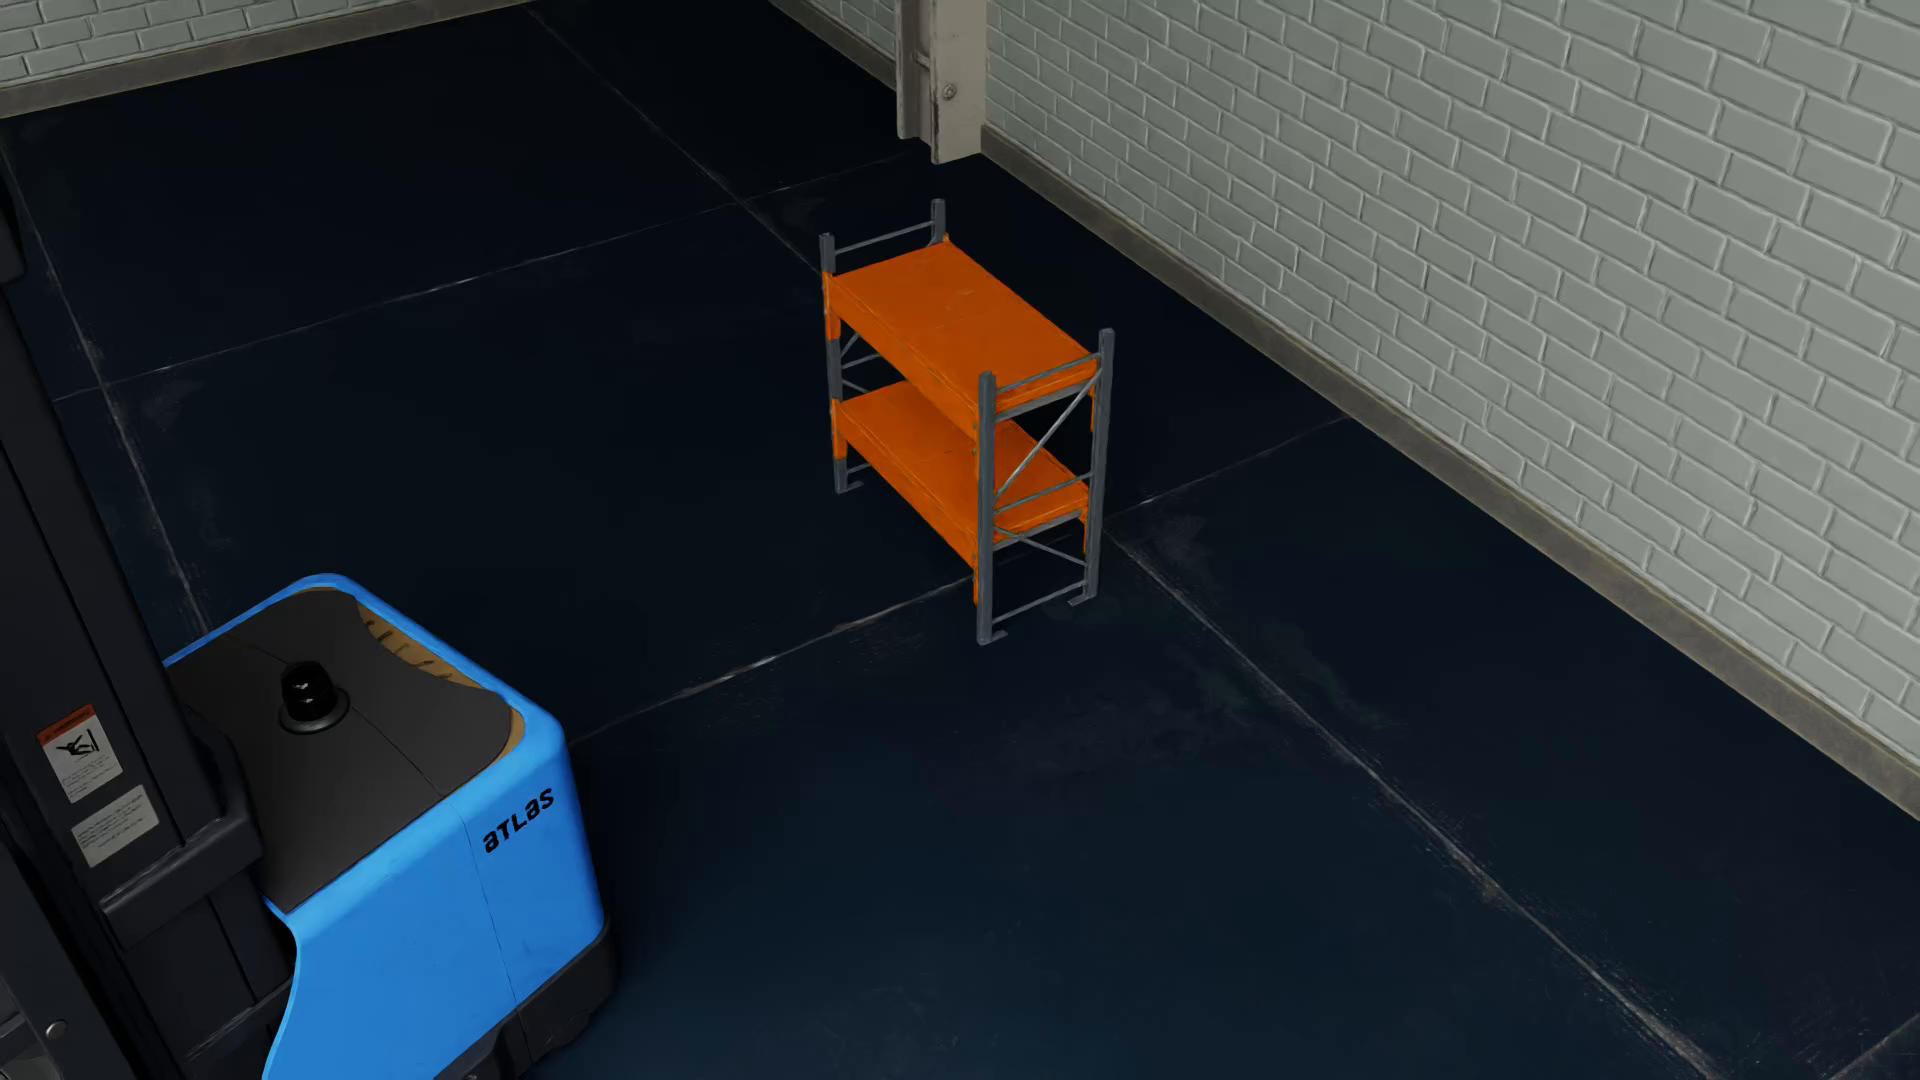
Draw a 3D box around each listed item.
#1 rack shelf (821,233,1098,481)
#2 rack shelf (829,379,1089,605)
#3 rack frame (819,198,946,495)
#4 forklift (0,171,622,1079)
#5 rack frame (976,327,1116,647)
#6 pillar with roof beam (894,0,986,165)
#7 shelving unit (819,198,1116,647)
[{"bbox_3d":[0.004,-0.653,5.698,0.538,0.278,1.000,-22,45,-24],"label":"rack shelf"},{"bbox_3d":[0.004,-0.241,6.042,0.538,0.278,1.000,-22,45,-24],"label":"rack shelf"},{"bbox_3d":[-0.270,-0.703,6.215,0.500,1.125,0.032,-22,45,-24],"label":"rack frame"},{"bbox_3d":[-2.261,0.692,3.130,1.130,2.935,3.031,27,47,29],"label":"forklift"},{"bbox_3d":[0.277,-0.154,5.556,0.500,1.125,0.032,-22,45,-24],"label":"rack frame"},{"bbox_3d":[-3.730,-4.065,4.099,9.100,9.000,0.400,-22,45,-24],"label":"pillar with roof beam"},{"bbox_3d":[0.004,-0.428,5.886,0.538,1.125,1.048,-22,45,-24],"label":"shelving unit"}]
